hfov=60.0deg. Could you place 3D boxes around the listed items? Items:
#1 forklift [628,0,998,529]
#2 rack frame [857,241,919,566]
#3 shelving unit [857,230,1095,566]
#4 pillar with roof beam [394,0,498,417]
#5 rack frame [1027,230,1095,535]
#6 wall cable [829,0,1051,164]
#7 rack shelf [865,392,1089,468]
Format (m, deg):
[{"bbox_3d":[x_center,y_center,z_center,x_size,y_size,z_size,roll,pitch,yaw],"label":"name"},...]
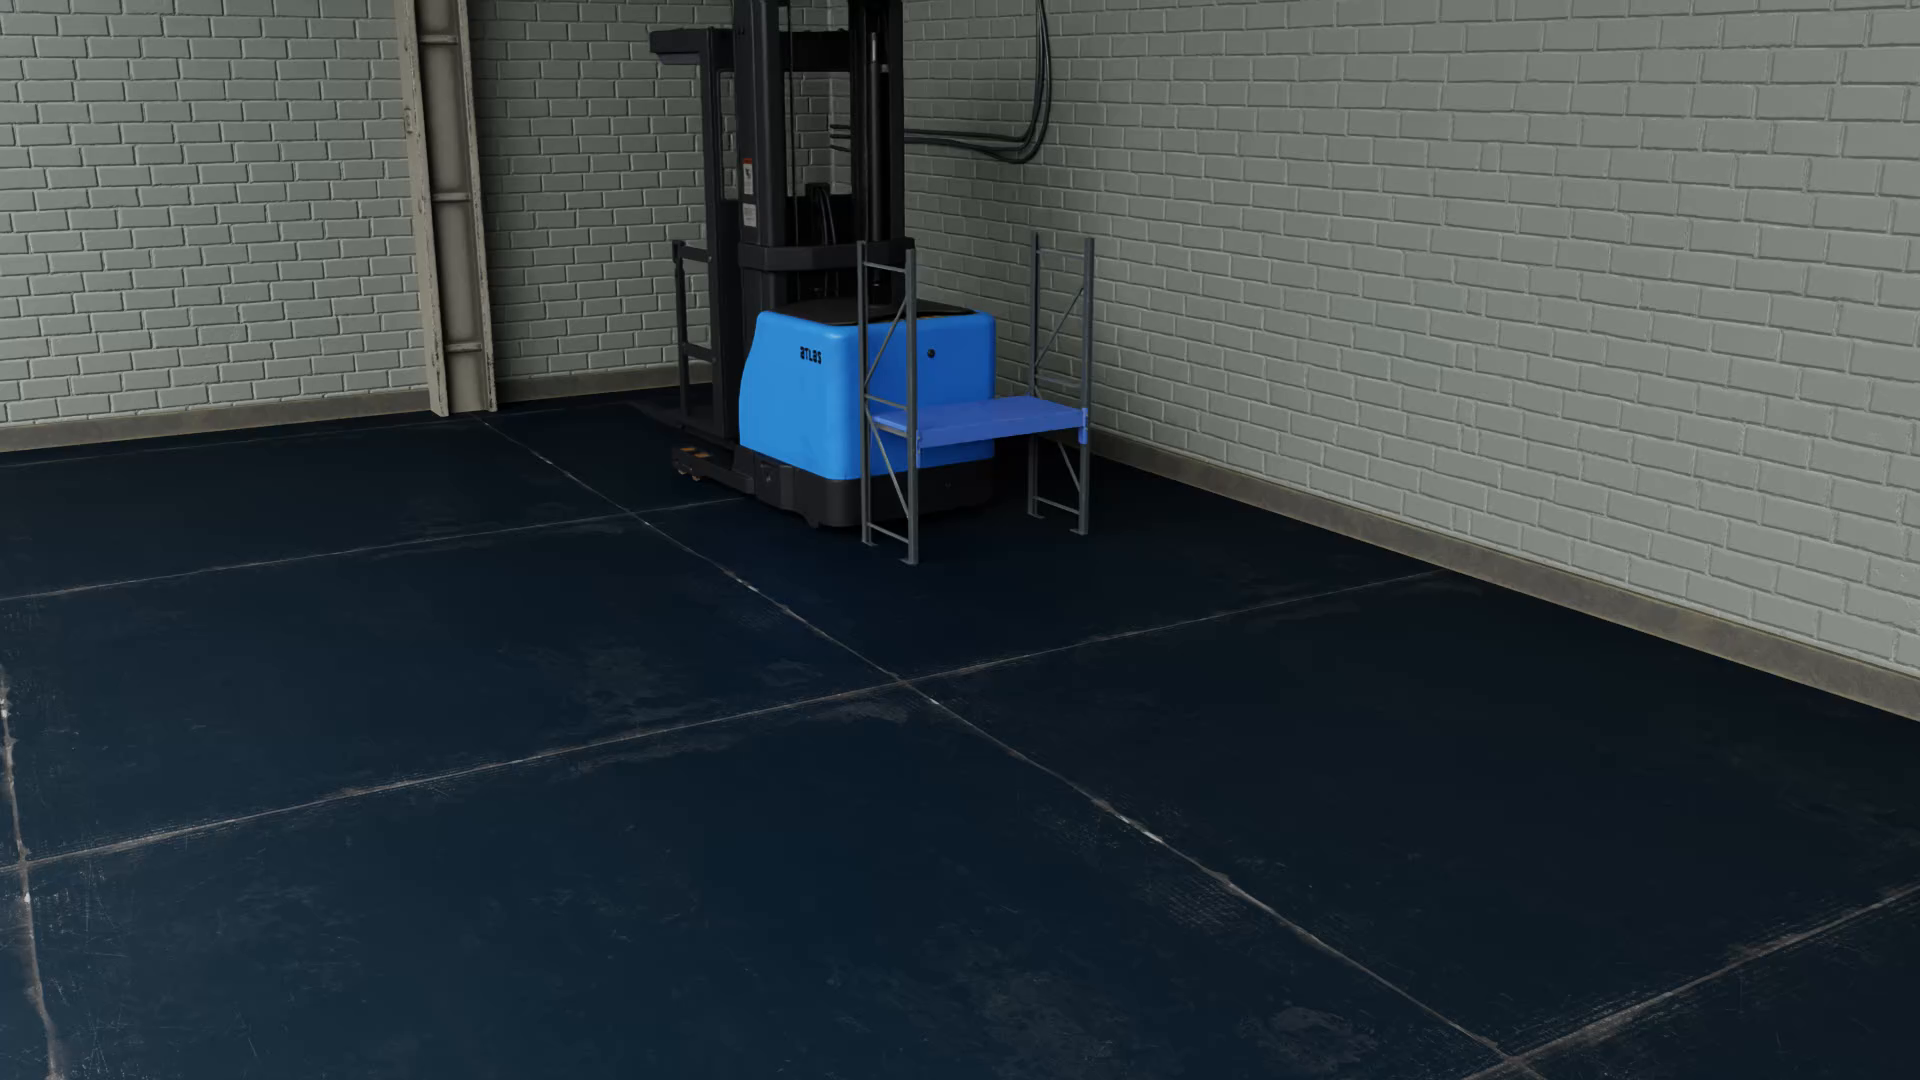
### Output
[{"bbox_3d":[-1.038,-1.813,9.446,1.130,2.935,3.031,-10,19,-33],"label":"forklift"},{"bbox_3d":[-0.347,-0.656,7.971,0.032,1.500,0.500,-10,18,-31],"label":"rack frame"},{"bbox_3d":[0.081,-0.730,8.236,1.048,1.500,0.538,-10,18,-31],"label":"shelving unit"},{"bbox_3d":[-1.261,-4.249,6.894,0.400,9.000,9.100,-9,18,-30],"label":"pillar with roof beam"},{"bbox_3d":[0.509,-0.804,8.501,0.032,1.500,0.500,-10,18,-31],"label":"rack frame"},{"bbox_3d":[-0.272,-3.853,11.236,0.112,2.526,3.097,-9,18,-30],"label":"wall cable"},{"bbox_3d":[0.081,-0.557,8.284,1.000,0.185,0.538,-10,18,-31],"label":"rack shelf"}]
